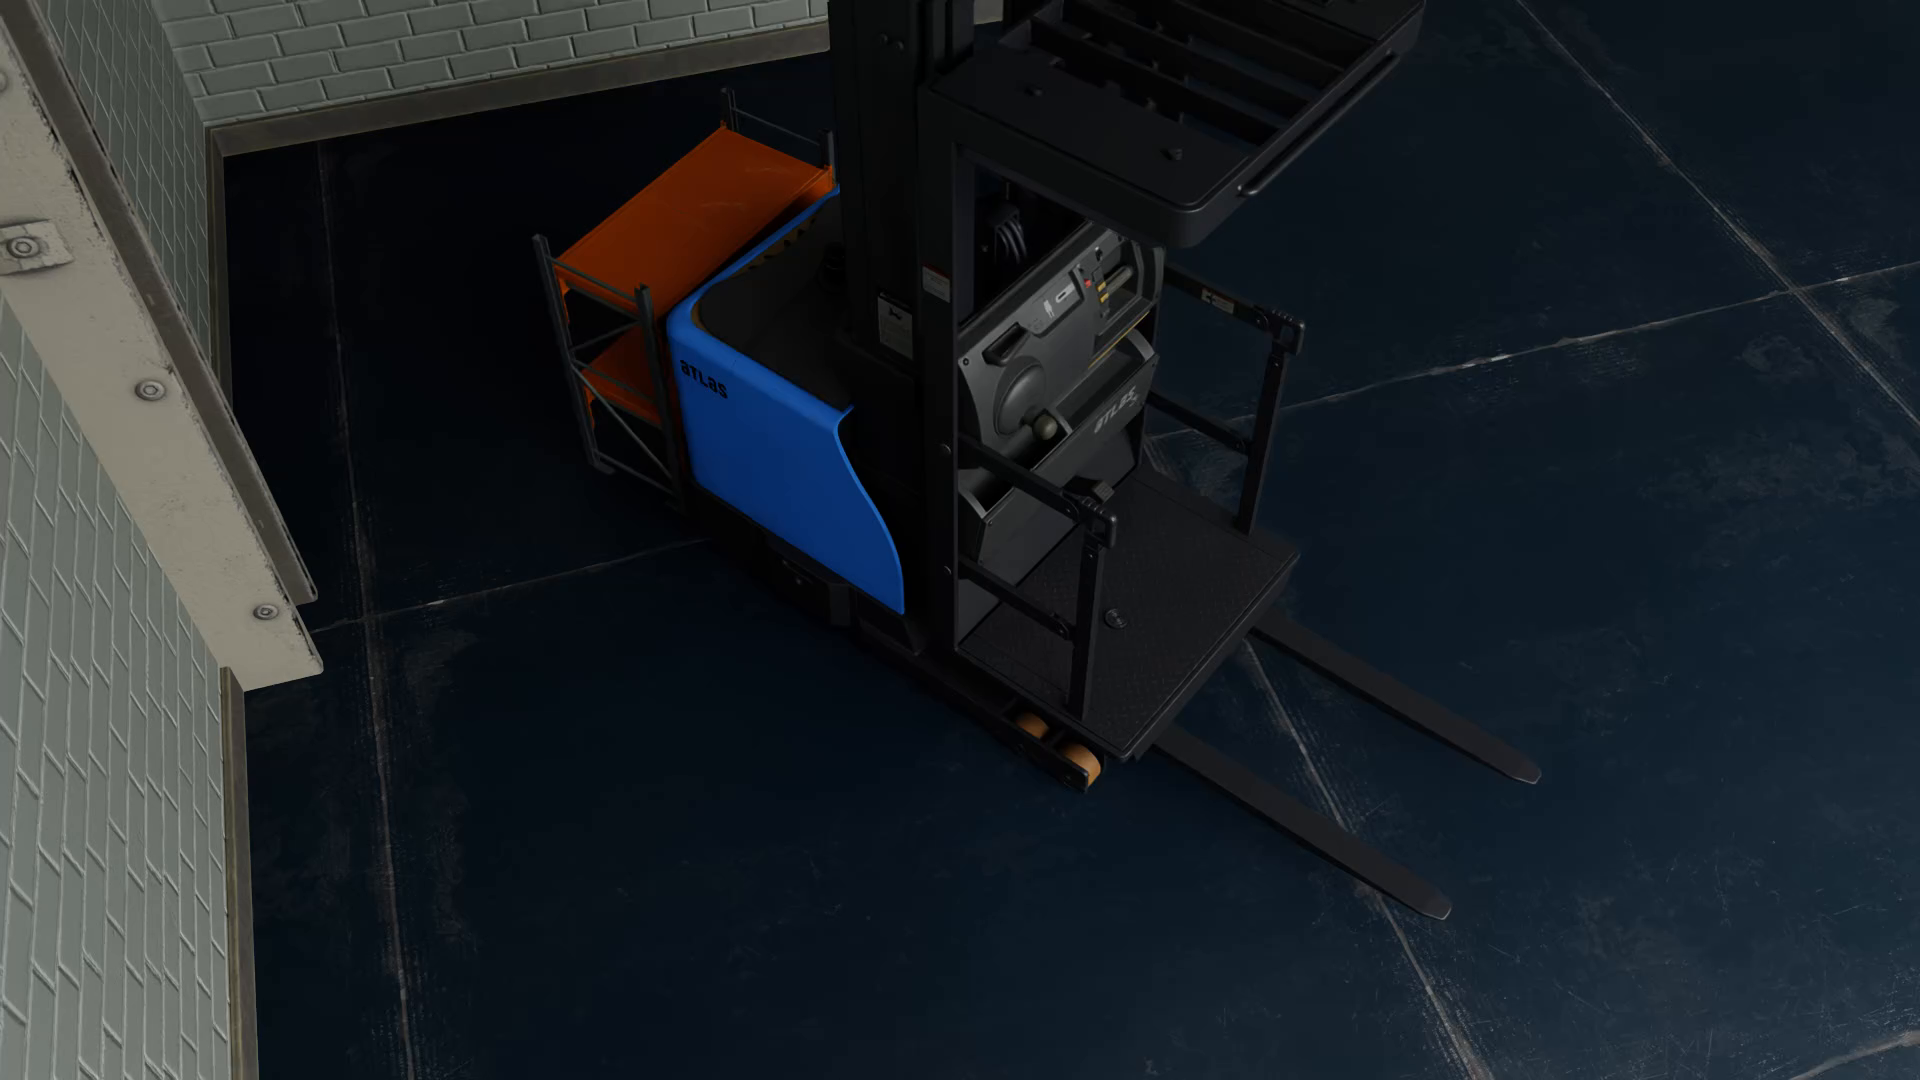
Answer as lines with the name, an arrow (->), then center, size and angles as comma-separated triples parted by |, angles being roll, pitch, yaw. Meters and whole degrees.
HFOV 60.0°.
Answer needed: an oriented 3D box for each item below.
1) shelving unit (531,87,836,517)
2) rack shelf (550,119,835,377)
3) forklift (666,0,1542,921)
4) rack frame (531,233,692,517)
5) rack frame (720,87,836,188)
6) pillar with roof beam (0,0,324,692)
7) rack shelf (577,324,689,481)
shelving unit -> -0.959, -0.891, 6.266 | 0.538, 1.125, 1.048 | 27, 55, 21
rack shelf -> -0.959, -1.080, 6.042 | 0.538, 0.278, 1.000 | 27, 55, 21
forklift -> 0.476, -0.578, 4.820 | 3.031, 2.935, 1.130 | 31, 57, 24
rack frame -> -1.240, -0.567, 5.992 | 0.500, 1.125, 0.032 | 27, 55, 21
rack frame -> -0.678, -1.215, 6.539 | 0.500, 1.125, 0.032 | 27, 55, 21
pillar with roof beam -> 1.665, -3.517, 3.329 | 9.100, 9.000, 0.400 | -13, 51, -11
rack shelf -> -0.959, -0.734, 6.453 | 0.538, 0.278, 1.000 | 27, 55, 21
